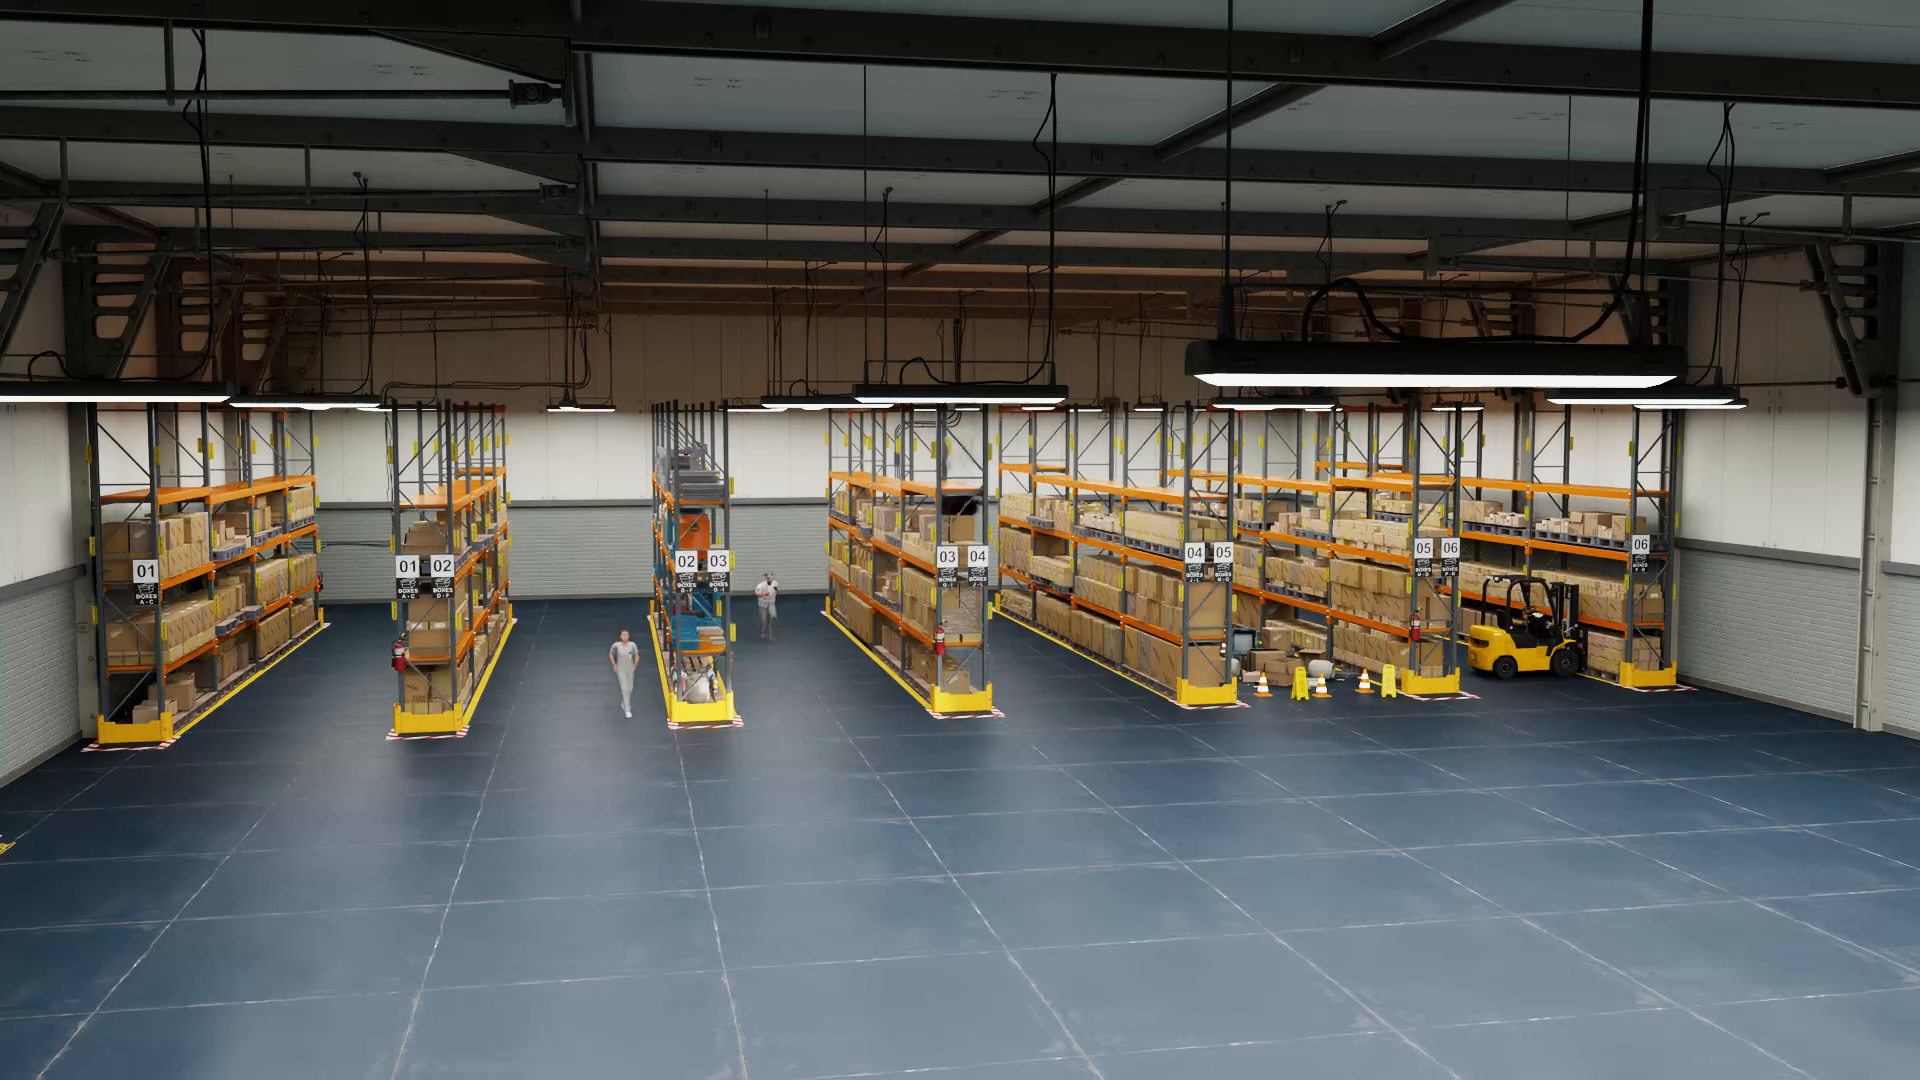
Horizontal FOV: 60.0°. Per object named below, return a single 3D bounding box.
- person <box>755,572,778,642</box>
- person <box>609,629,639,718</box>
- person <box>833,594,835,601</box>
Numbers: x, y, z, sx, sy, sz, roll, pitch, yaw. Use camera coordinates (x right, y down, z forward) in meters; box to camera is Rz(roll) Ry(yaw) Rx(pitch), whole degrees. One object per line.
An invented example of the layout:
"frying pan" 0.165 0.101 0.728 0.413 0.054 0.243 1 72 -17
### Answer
"person" -4.920 1.688 42.270 0.654 1.797 0.980 -2 5 -20
"person" -6.415 2.513 31.791 0.548 1.668 0.880 -2 5 -24
"person" -3.405 1.203 49.617 0.948 1.652 0.615 2 5 25
